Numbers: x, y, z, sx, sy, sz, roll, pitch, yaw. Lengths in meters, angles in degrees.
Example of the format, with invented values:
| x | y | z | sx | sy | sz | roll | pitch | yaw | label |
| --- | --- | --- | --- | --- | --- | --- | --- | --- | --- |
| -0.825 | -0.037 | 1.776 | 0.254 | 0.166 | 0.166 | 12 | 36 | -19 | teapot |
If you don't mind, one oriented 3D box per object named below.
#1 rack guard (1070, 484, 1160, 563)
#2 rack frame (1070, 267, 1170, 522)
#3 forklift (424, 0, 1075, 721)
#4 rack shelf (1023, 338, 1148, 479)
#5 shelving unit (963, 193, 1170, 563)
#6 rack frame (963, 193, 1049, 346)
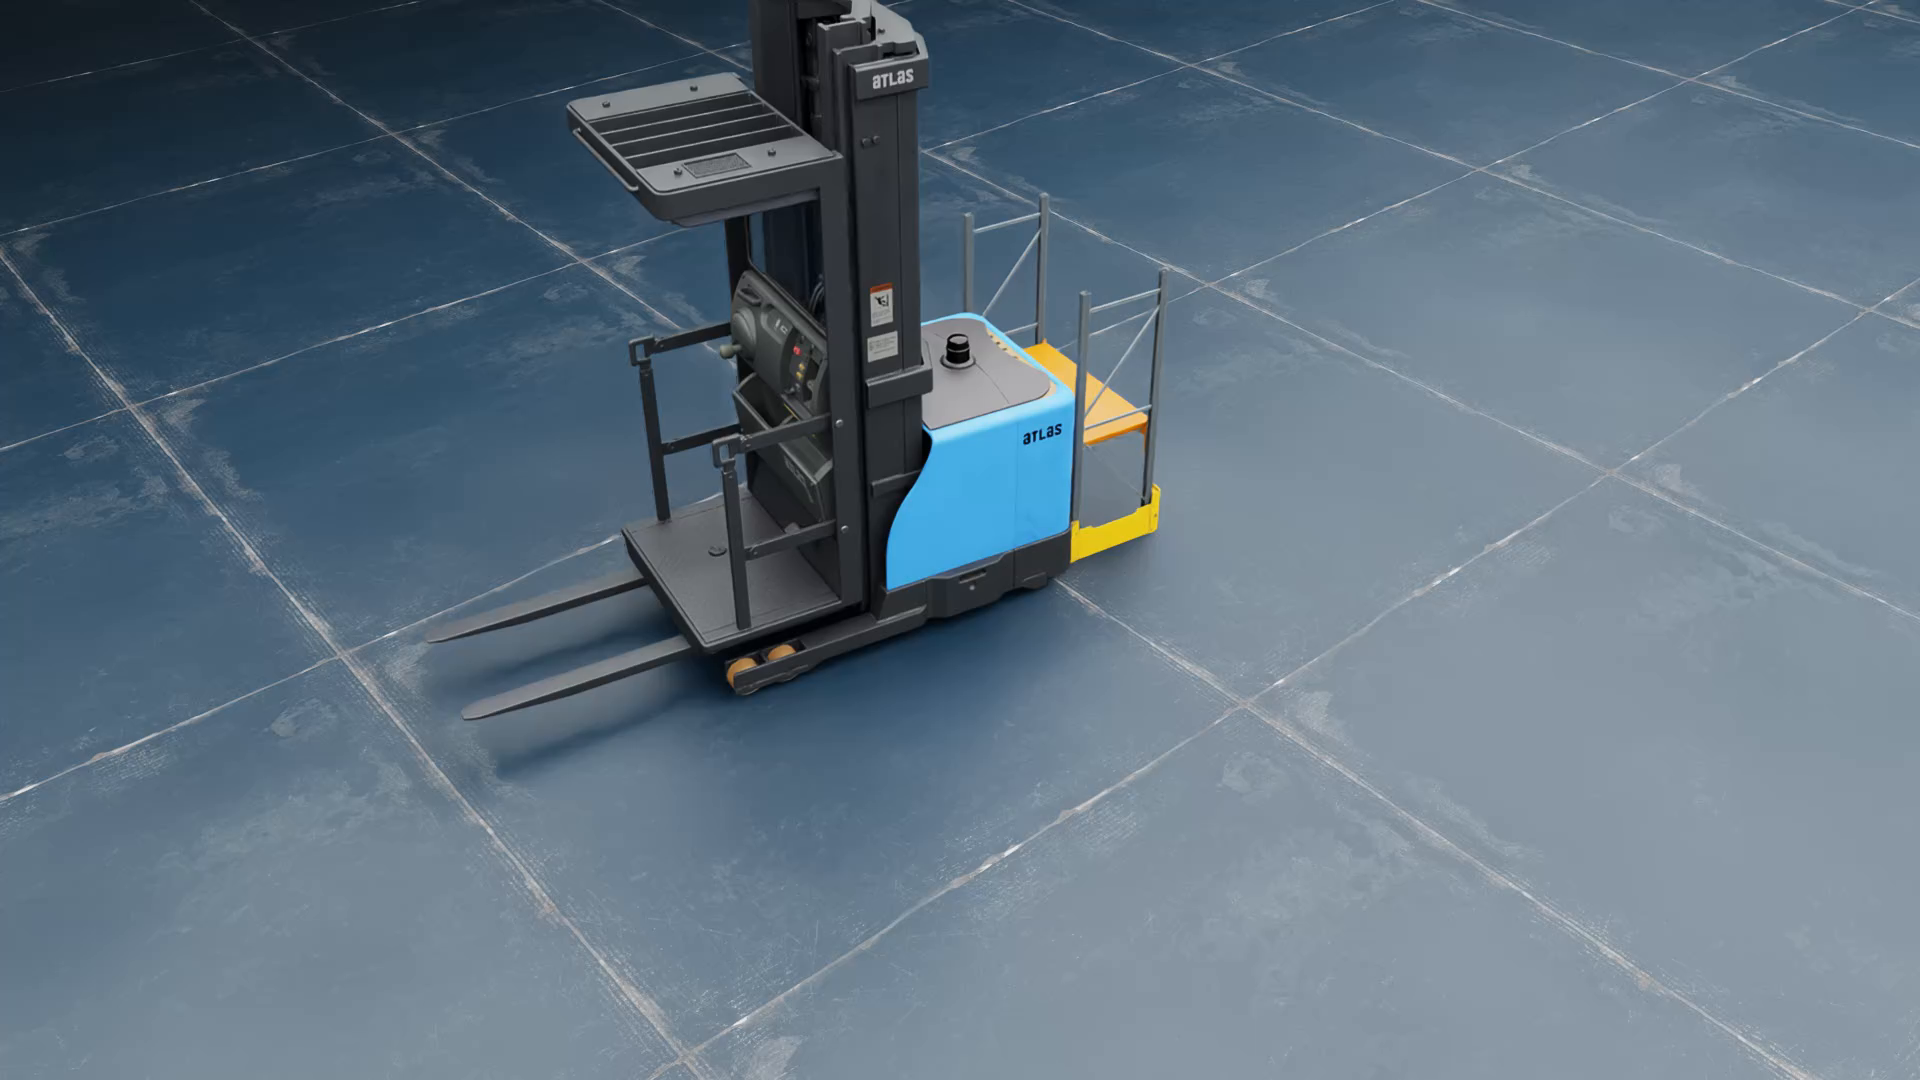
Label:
| x | y | z | sx | sy | sz | roll | pitch | yaw | label |
| --- | --- | --- | --- | --- | --- | --- | --- | --- | --- |
| 0.771 | -0.088 | 8.559 | 0.587 | 0.250 | 0.087 | -20 | 40 | -25 | rack guard |
| 0.772 | -0.597 | 8.197 | 0.500 | 1.500 | 0.032 | -20 | 40 | -25 | rack frame |
| -0.983 | -0.835 | 7.294 | 3.031 | 2.935 | 1.130 | -18 | 39 | -24 | forklift |
| 0.505 | -0.700 | 8.654 | 0.538 | 0.185 | 1.000 | -20 | 40 | -25 | rack shelf |
| 0.510 | -0.843 | 8.543 | 0.587 | 1.500 | 1.083 | -20 | 40 | -25 | shelving unit |
| 0.238 | -1.097 | 8.903 | 0.500 | 1.500 | 0.032 | -20 | 40 | -25 | rack frame |
